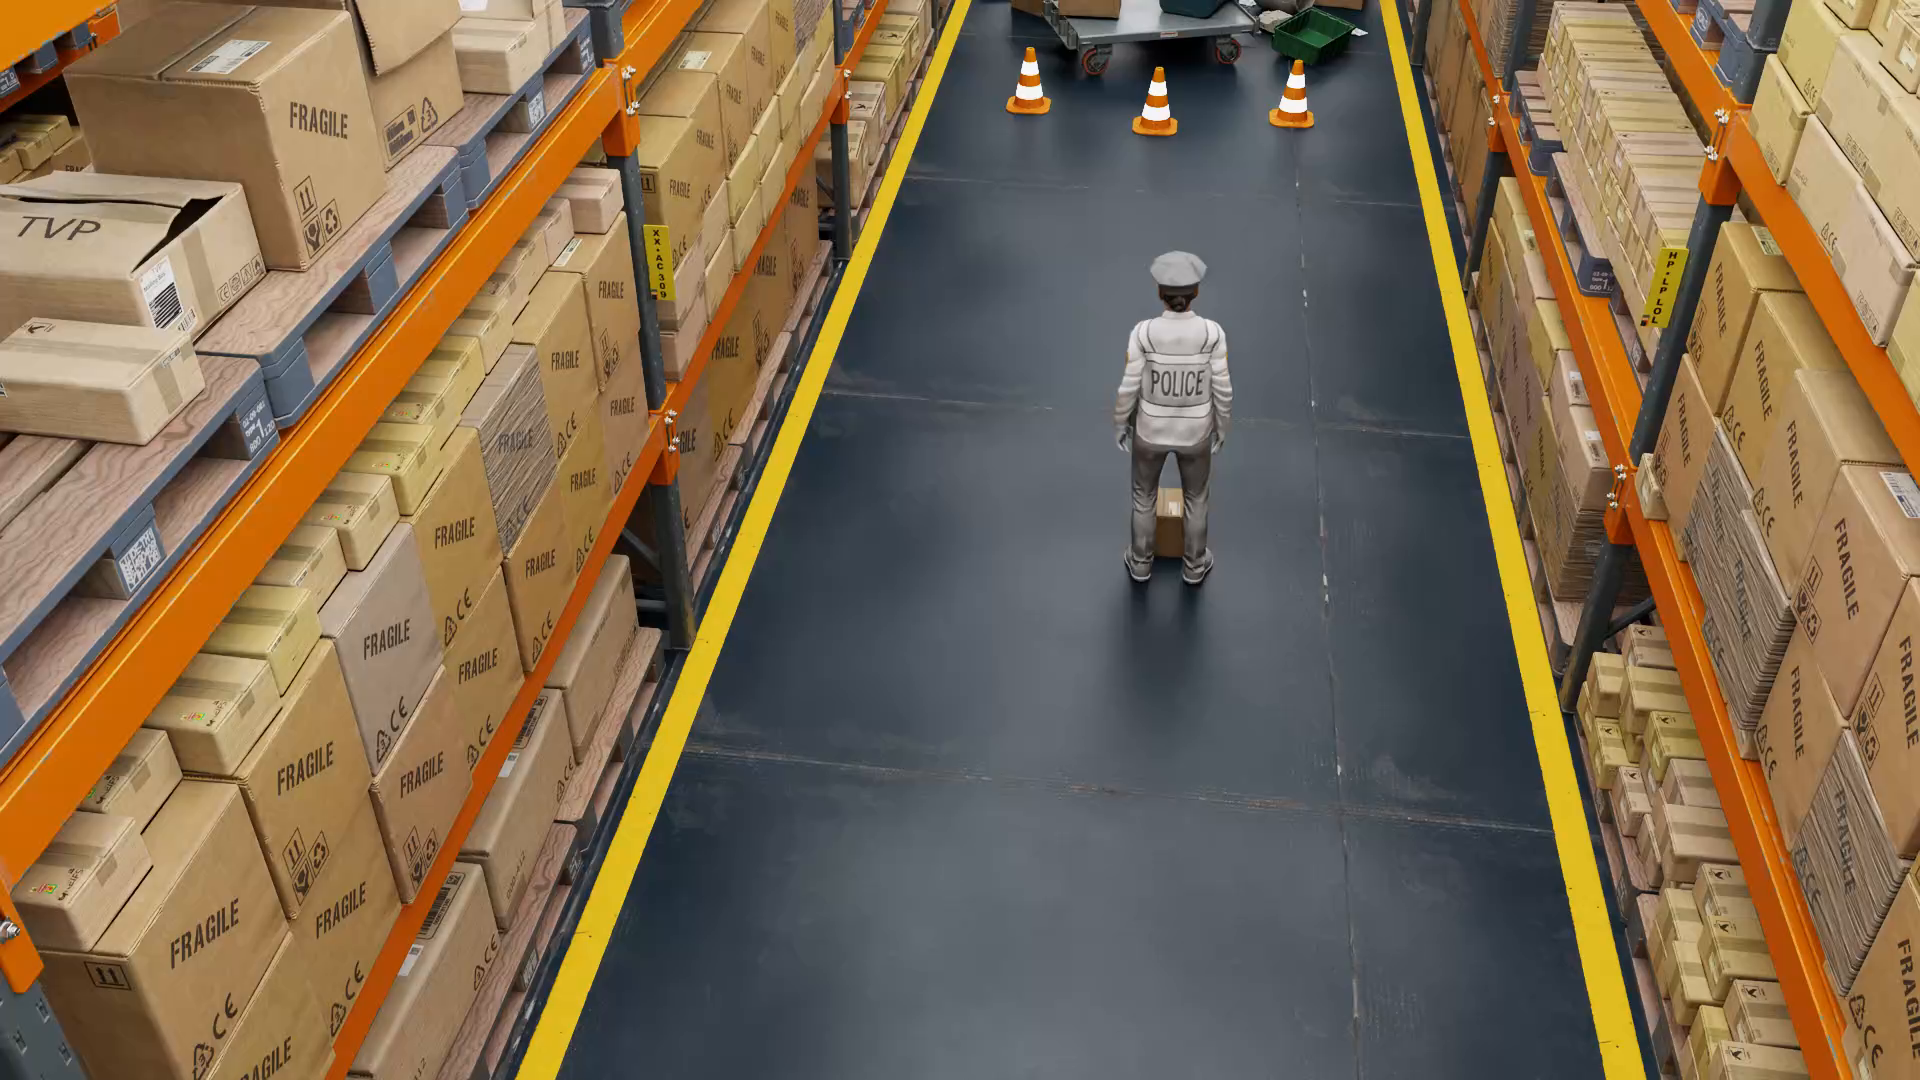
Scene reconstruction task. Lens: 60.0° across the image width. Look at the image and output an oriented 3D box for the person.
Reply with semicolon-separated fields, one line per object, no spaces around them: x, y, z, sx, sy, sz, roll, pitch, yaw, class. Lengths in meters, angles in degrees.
0.984;-0.516;7.737;0.543;1.662;0.376;2;36;3;person
